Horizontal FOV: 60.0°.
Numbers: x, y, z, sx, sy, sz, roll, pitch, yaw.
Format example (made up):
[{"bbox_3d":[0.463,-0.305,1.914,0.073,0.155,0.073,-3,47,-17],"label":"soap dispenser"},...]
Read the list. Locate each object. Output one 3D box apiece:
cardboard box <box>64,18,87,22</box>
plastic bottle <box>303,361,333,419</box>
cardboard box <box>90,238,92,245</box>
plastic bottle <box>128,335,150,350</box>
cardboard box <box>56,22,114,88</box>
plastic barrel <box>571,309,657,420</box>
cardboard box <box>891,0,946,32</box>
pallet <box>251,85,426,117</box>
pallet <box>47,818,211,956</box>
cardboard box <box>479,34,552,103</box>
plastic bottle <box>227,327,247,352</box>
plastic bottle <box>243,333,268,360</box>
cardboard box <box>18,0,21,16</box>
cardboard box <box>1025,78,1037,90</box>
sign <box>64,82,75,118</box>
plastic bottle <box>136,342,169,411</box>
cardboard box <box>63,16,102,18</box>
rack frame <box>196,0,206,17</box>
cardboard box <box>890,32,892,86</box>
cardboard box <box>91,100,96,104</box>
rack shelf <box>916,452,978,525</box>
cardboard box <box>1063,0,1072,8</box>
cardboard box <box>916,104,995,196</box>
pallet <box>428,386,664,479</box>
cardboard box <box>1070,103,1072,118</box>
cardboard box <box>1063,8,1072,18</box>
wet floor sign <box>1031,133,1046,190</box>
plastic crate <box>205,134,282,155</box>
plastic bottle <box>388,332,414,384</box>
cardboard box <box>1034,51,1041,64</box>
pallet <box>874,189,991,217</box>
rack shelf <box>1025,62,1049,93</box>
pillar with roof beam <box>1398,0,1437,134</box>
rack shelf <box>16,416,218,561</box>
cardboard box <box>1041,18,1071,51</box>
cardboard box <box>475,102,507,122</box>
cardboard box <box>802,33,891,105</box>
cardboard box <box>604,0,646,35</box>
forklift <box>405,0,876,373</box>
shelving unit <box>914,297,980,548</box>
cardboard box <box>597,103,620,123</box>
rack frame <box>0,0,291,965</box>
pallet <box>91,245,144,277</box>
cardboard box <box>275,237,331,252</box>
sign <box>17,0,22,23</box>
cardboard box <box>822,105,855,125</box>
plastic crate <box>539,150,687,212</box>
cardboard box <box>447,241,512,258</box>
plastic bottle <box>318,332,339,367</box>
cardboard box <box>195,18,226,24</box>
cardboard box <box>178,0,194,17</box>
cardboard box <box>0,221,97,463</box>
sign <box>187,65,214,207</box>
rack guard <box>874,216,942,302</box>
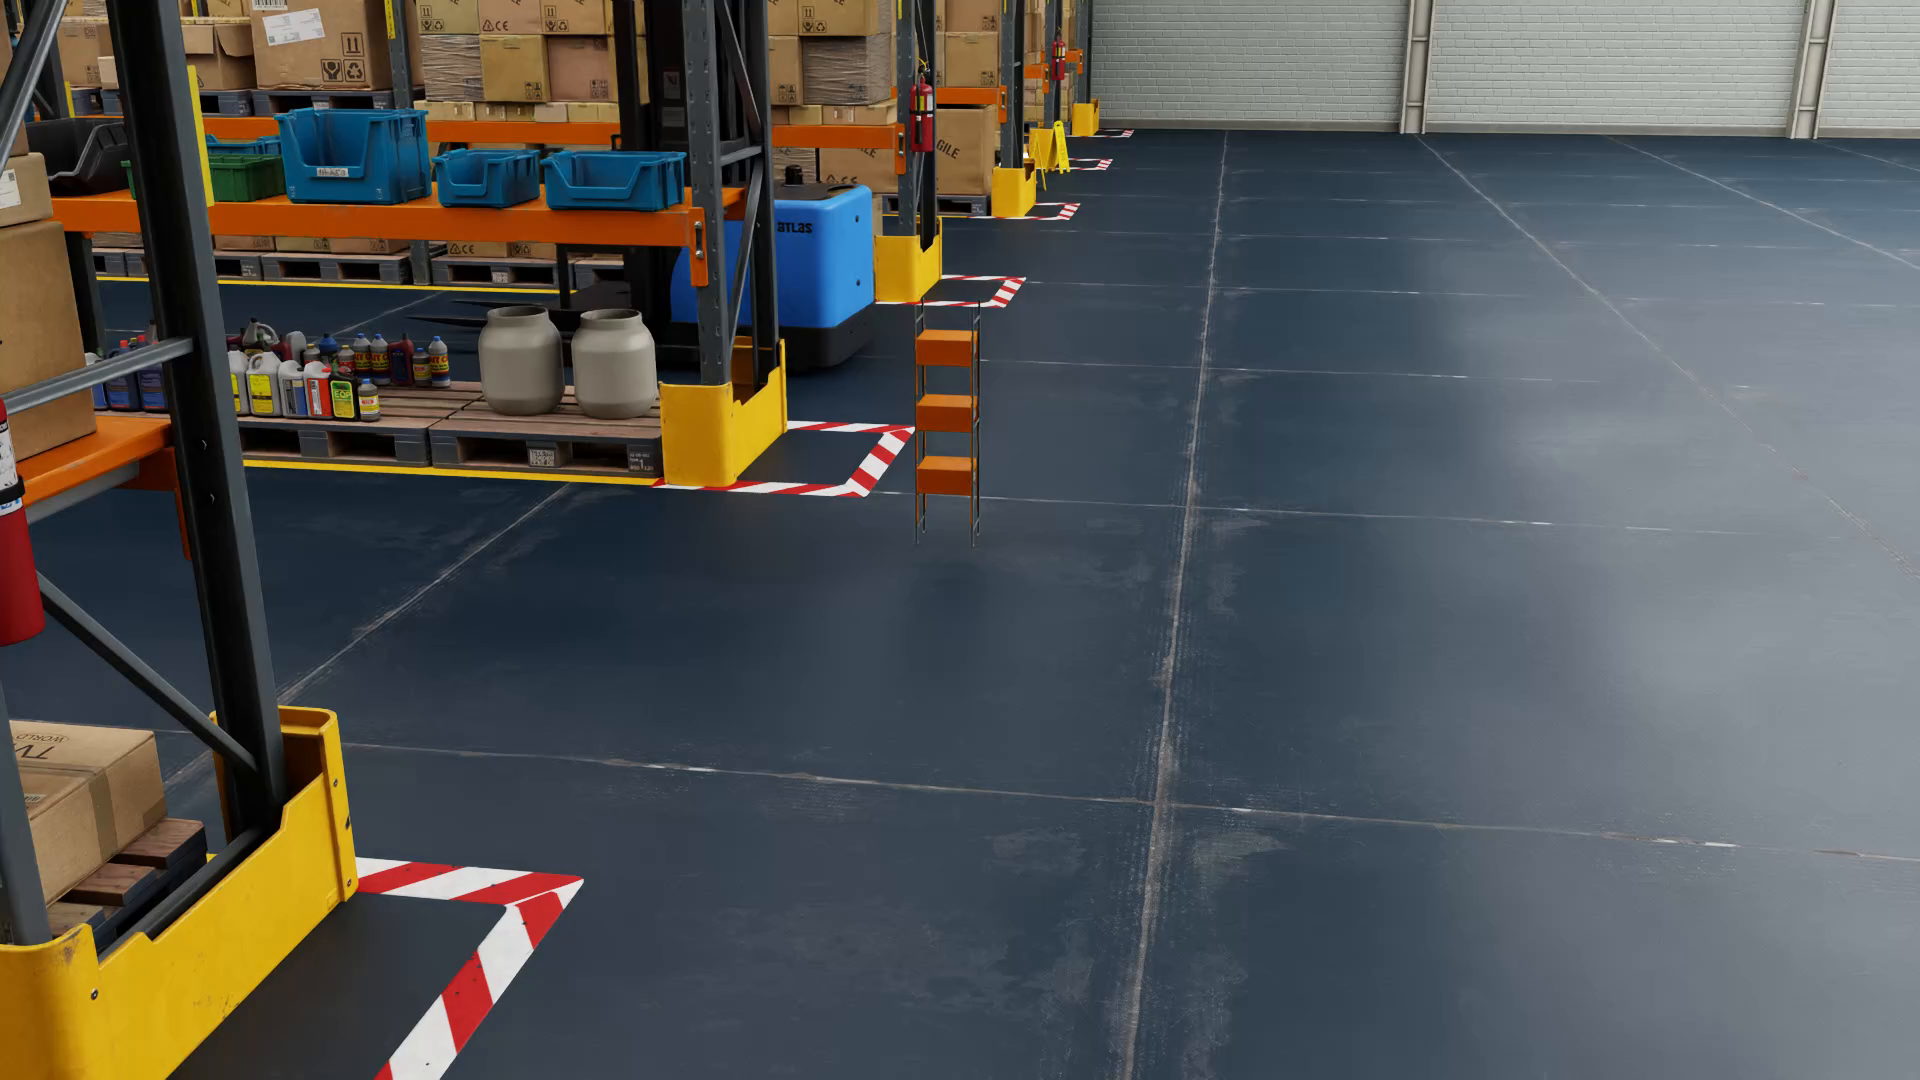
[{"bbox_3d":[-9.698,-5.715,18.452,0.250,0.149,0.380,4,19,11],"label":"cardboard box"},{"bbox_3d":[-3.242,-0.770,8.477,0.135,0.276,0.152,3,19,9],"label":"plastic bottle"},{"bbox_3d":[-7.563,-2.827,14.270,0.500,0.500,0.700,2,19,6],"label":"cardboard box"},{"bbox_3d":[-4.310,-0.905,8.762,0.185,0.351,0.144,3,19,9],"label":"plastic bottle"},{"bbox_3d":[-7.121,-4.066,13.909,0.500,0.500,0.700,6,19,17],"label":"cardboard box"},{"bbox_3d":[-1.776,-0.905,8.540,0.421,0.512,0.421,0,18,0],"label":"plastic barrel"},{"bbox_3d":[-0.360,-5.590,17.345,0.550,0.550,0.875,3,19,9],"label":"cardboard box"},{"bbox_3d":[-5.010,-3.623,13.706,1.213,0.211,1.003,3,19,9],"label":"pallet"},{"bbox_3d":[-2.665,0.972,4.066,1.213,0.211,1.003,3,19,9],"label":"pallet"},{"bbox_3d":[-3.356,-3.740,13.127,0.500,0.500,0.875,3,19,9],"label":"cardboard box"},{"bbox_3d":[-4.025,-1.052,9.306,0.133,0.283,0.061,4,19,12],"label":"plastic bottle"},{"bbox_3d":[-3.865,-0.997,9.143,0.133,0.283,0.061,3,19,9],"label":"plastic bottle"},{"bbox_3d":[-13.614,-7.723,23.923,0.500,0.500,0.500,2,19,7],"label":"cardboard box"},{"bbox_3d":[1.018,-7.407,26.809,0.500,0.250,0.500,3,19,10],"label":"cardboard box"},{"bbox_3d":[-4.966,-2.381,9.256,0.005,0.325,0.100,3,19,9],"label":"sign"},{"bbox_3d":[-4.146,-0.850,8.599,0.185,0.351,0.144,2,19,6],"label":"plastic bottle"},{"bbox_3d":[-10.084,-5.944,19.138,0.250,0.149,0.380,3,19,8],"label":"cardboard box"},{"bbox_3d":[-10.605,-7.137,23.906,0.127,3.000,1.000,3,19,9],"label":"rack frame"},{"bbox_3d":[-0.895,-5.141,17.705,0.550,0.550,0.875,3,19,9],"label":"cardboard box"},{"bbox_3d":[-12.982,-6.277,24.712,0.875,0.438,0.875,3,19,10],"label":"cardboard box"},{"bbox_3d":[-0.053,-0.227,7.236,0.240,0.259,0.215,3,19,9],"label":"rack shelf"},{"bbox_3d":[1.640,-8.536,26.440,0.250,0.149,0.380,3,19,9],"label":"cardboard box"},{"bbox_3d":[-0.122,-4.182,17.762,0.875,0.875,0.875,3,19,9],"label":"cardboard box"},{"bbox_3d":[-1.998,-0.586,8.722,1.213,0.211,1.003,3,19,9],"label":"pallet"},{"bbox_3d":[1.573,-7.070,27.376,0.500,0.250,0.500,3,19,9],"label":"cardboard box"},{"bbox_3d":[1.640,-8.373,26.420,0.250,0.149,0.380,3,19,9],"label":"cardboard box"},{"bbox_3d":[0.900,-4.480,19.674,0.232,0.644,0.267,0,19,-1],"label":"wet floor sign"},{"bbox_3d":[-3.928,-2.037,8.898,0.616,0.251,0.499,3,19,9],"label":"plastic crate"},{"bbox_3d":[-3.076,-1.003,9.162,0.133,0.283,0.061,3,19,10],"label":"plastic bottle"},{"bbox_3d":[0.941,-6.496,22.386,0.250,0.149,0.380,3,19,9],"label":"cardboard box"},{"bbox_3d":[-0.244,-3.671,17.941,1.213,0.211,1.003,3,19,9],"label":"pallet"},{"bbox_3d":[-0.732,-6.293,22.516,4.000,0.370,1.077,3,19,9],"label":"rack shelf"},{"bbox_3d":[6.723,-9.600,21.813,0.400,9.000,9.100,3,19,9],"label":"pillar with roof beam"},{"bbox_3d":[-3.878,-0.085,3.962,4.000,0.370,1.077,3,19,9],"label":"rack shelf"},{"bbox_3d":[1.499,-8.078,26.562,0.500,0.500,0.500,3,19,7],"label":"cardboard box"},{"bbox_3d":[-3.618,-3.385,13.088,0.250,0.149,0.380,3,19,9],"label":"cardboard box"},{"bbox_3d":[-0.867,-3.653,12.868,0.500,0.500,0.875,3,19,9],"label":"cardboard box"},{"bbox_3d":[-2.391,-4.118,12.682,0.500,0.500,0.500,3,19,9],"label":"cardboard box"},{"bbox_3d":[-2.134,-2.654,10.615,3.031,2.935,1.130,4,19,12],"label":"forklift"},{"bbox_3d":[-0.053,-0.501,7.145,0.252,1.050,0.215,3,19,9],"label":"shelving unit"},{"bbox_3d":[-2.630,-3.334,12.937,0.250,0.149,0.380,3,19,9],"label":"cardboard box"},{"bbox_3d":[-1.904,-0.325,3.547,0.127,3.000,1.000,3,19,9],"label":"rack frame"},{"bbox_3d":[-7.456,-2.469,14.349,1.213,0.211,1.003,3,19,9],"label":"pallet"},{"bbox_3d":[-5.349,-2.721,13.953,0.500,0.500,0.700,3,19,8],"label":"cardboard box"},{"bbox_3d":[-8.151,-4.513,14.364,0.005,0.325,0.100,3,19,9],"label":"sign"},{"bbox_3d":[-0.890,-3.272,12.750,0.250,0.149,0.380,3,19,9],"label":"cardboard box"},{"bbox_3d":[-1.656,-1.738,8.004,0.616,0.251,0.499,3,19,9],"label":"plastic crate"},{"bbox_3d":[-3.890,-2.611,13.656,0.500,0.500,0.500,2,19,7],"label":"cardboard box"},{"bbox_3d":[-3.492,-1.013,9.210,0.097,0.271,0.097,0,18,0],"label":"plastic bottle"},{"bbox_3d":[-8.145,-5.636,18.218,0.250,0.149,0.380,3,19,8],"label":"cardboard box"},{"bbox_3d":[-11.115,-7.596,23.544,0.500,0.500,0.500,3,19,8],"label":"cardboard box"},{"bbox_3d":[-2.363,-0.400,3.614,0.500,0.500,0.700,3,19,9],"label":"cardboard box"},{"bbox_3d":[-1.810,-0.947,3.916,0.005,0.325,0.100,3,19,9],"label":"sign"},{"bbox_3d":[-0.404,-2.247,13.230,0.348,0.500,1.175,3,19,9],"label":"rack guard"}]
